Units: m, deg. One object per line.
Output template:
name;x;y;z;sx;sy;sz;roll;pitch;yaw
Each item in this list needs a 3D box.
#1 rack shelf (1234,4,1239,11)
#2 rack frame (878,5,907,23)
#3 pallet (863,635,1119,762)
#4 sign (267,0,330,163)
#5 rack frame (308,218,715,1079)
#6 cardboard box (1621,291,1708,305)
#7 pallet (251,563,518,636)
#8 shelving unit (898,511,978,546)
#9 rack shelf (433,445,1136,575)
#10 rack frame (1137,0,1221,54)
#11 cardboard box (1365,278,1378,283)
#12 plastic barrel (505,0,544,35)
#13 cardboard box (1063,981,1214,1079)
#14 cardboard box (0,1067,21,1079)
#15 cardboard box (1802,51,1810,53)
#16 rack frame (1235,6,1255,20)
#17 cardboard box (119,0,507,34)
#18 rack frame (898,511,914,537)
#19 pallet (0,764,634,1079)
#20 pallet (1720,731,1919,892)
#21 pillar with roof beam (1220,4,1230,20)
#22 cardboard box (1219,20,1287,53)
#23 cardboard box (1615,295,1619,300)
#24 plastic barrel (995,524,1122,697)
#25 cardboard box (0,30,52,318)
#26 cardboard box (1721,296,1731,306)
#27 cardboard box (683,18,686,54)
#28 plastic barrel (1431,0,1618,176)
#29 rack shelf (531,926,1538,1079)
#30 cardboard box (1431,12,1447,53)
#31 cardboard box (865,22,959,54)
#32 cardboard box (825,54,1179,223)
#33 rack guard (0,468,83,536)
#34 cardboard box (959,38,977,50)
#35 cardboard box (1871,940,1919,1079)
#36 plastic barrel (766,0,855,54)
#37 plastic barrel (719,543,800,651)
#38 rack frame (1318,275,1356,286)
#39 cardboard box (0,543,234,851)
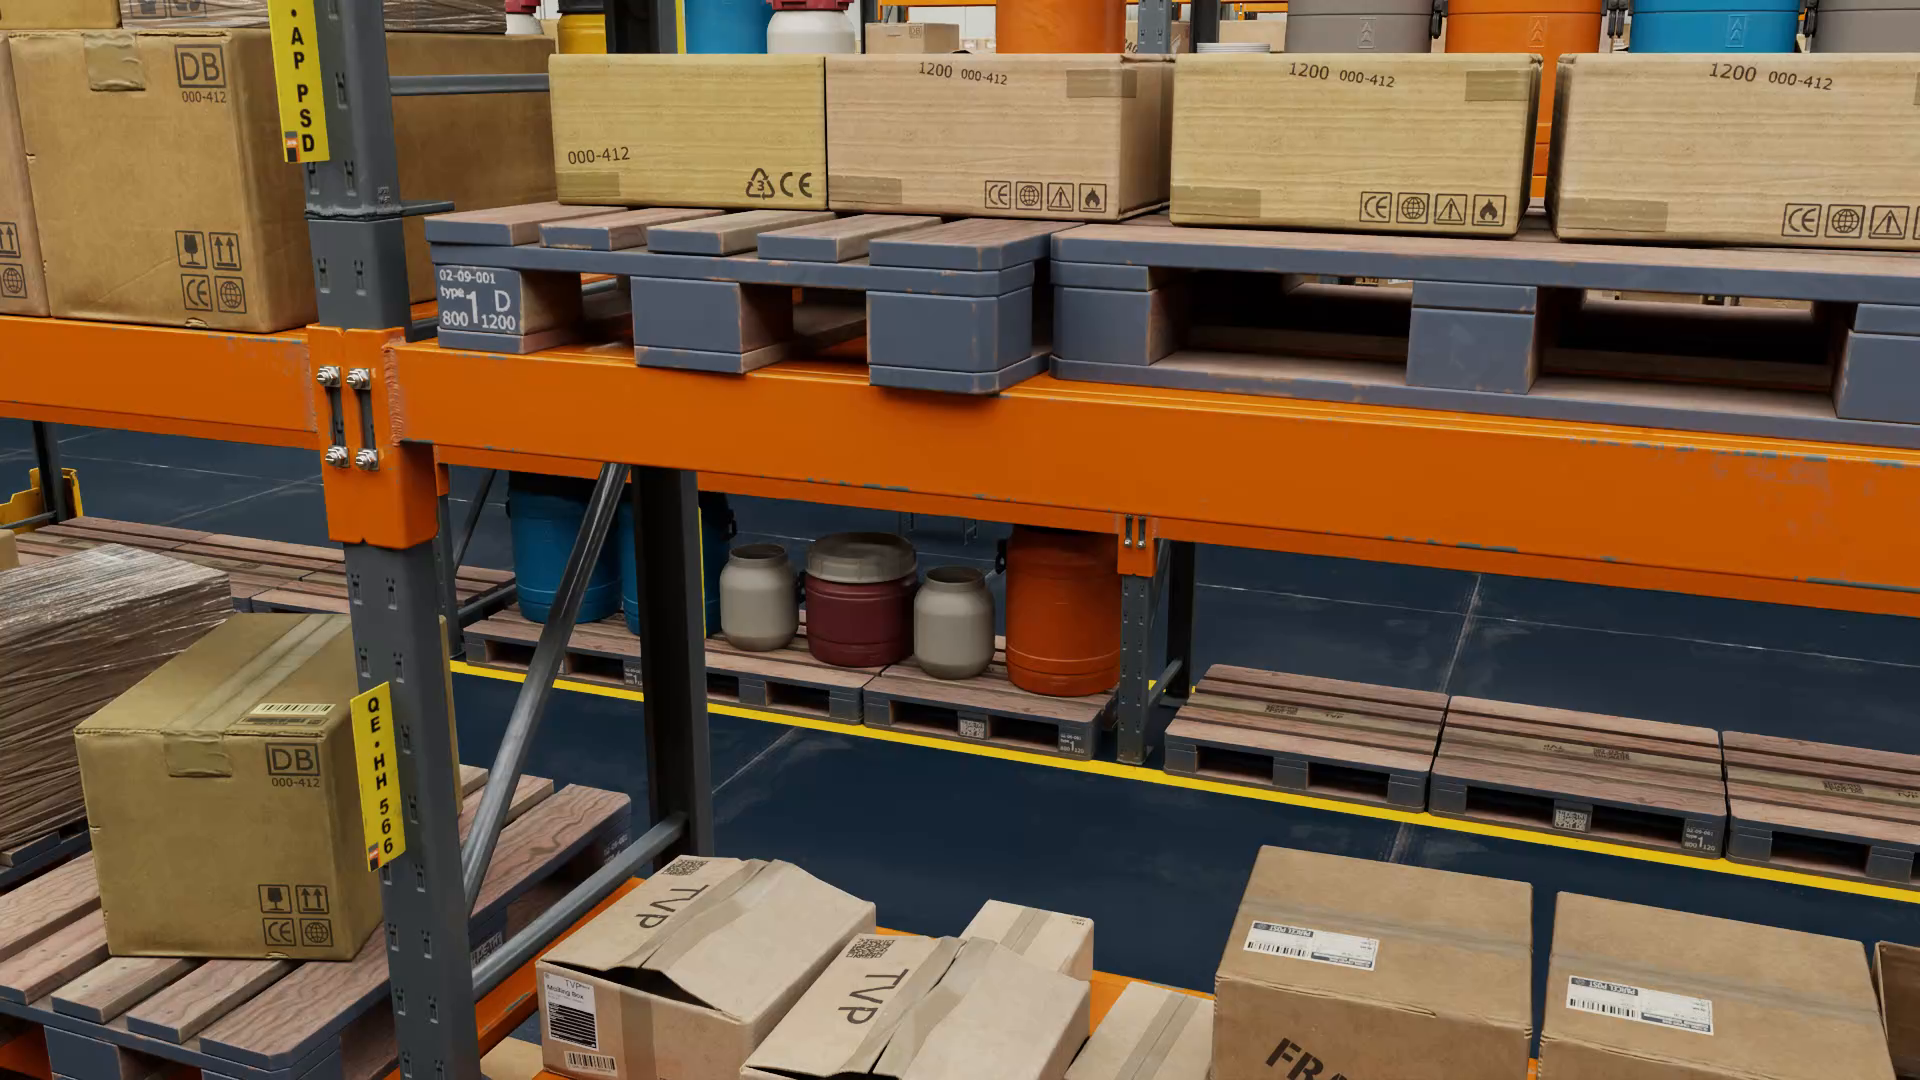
rack shelf;2.681;-8.782;27.079;4.000;0.370;1.077;6;17;21
rack frame;-0.997;-8.046;23.247;0.127;3.000;1.000;6;17;21
pallet;0.243;0.778;8.616;1.213;0.211;1.003;6;17;21
sign;-1.030;-0.756;2.588;0.005;0.325;0.100;6;17;21
rack frame;-0.829;0.793;3.563;0.127;3.000;1.000;6;17;21
cardboard box;4.883;-1.772;11.457;0.637;0.503;0.797;8;18;26
pallet;-3.428;0.373;10.009;1.213;0.211;1.003;6;17;21
shelving unit;-0.154;-0.593;11.565;0.503;1.200;0.258;6;17;21
rack shelf;-0.869;-0.351;8.792;4.000;0.370;1.077;6;17;21
rack frame;0.991;-3.373;7.150;0.127;3.000;1.000;6;17;21
cardboard box;5.833;-3.620;21.820;0.875;0.875;0.875;6;17;20
plastic barrel;-2.332;-2.489;8.491;0.433;0.535;0.433;0;16;0
cardboard box;0.378;1.029;3.199;0.250;0.149;0.380;8;18;25
cardboard box;-2.757;1.642;4.332;0.500;0.500;0.500;6;17;19
cardboard box;7.728;-4.292;15.034;0.500;0.250;0.500;6;17;21
rack frame;4.542;-8.924;26.273;0.127;3.000;1.000;6;17;21
cardboard box;-1.233;-1.222;3.150;0.500;0.500;0.500;6;17;21
rack frame;-0.381;-0.618;11.651;0.015;1.200;0.240;6;17;21
pallet;-1.486;0.834;3.766;1.003;0.211;1.213;6;17;21
pallet;3.968;1.187;7.208;1.213;0.211;1.003;6;17;21
pillar with roof beam;2.645;-8.113;23.478;0.400;9.000;9.100;6;17;21
cardboard box;2.215;-3.512;12.071;0.637;0.503;0.797;7;18;24
cardboard box;6.071;-1.999;16.462;0.750;0.750;1.050;7;17;21
plastic barrel;0.530;0.303;8.388;0.708;0.830;0.600;6;17;21
cardboard box;-1.722;-0.784;3.434;0.500;0.500;0.910;6;17;21
cardboard box;9.677;-2.930;20.346;0.625;0.372;0.950;7;17;21
cardboard box;-2.161;-4.044;13.732;0.500;0.500;0.700;7;18;23
plastic barrel;2.284;-1.931;6.795;0.708;0.830;0.600;6;17;21
rack shelf;1.031;1.343;2.958;4.000;0.370;1.077;6;17;21
cardboard box;3.152;-3.390;11.514;0.500;0.500;0.500;6;17;21
cardboard box;-0.369;-3.819;13.135;0.500;0.500;0.700;7;17;22
cardboard box;0.108;-0.697;2.829;0.500;0.250;0.500;7;18;22
rack guard;-6.478;-0.109;11.151;0.348;0.500;1.175;6;17;21
cardboard box;0.118;-5.261;17.692;0.250;0.149;0.380;6;17;21
cardboard box;1.693;1.017;2.610;0.500;0.500;0.500;8;18;25
plastic barrel;-0.713;-2.341;7.981;0.433;0.535;0.433;0;16;0
plastic barrel;-1.079;0.306;8.949;0.421;0.512;0.421;0;16;0
rack frame;2.809;-1.776;12.411;0.127;3.000;1.000;6;17;21
cardboard box;-2.237;0.365;4.104;0.500;0.500;0.700;10;19;31
